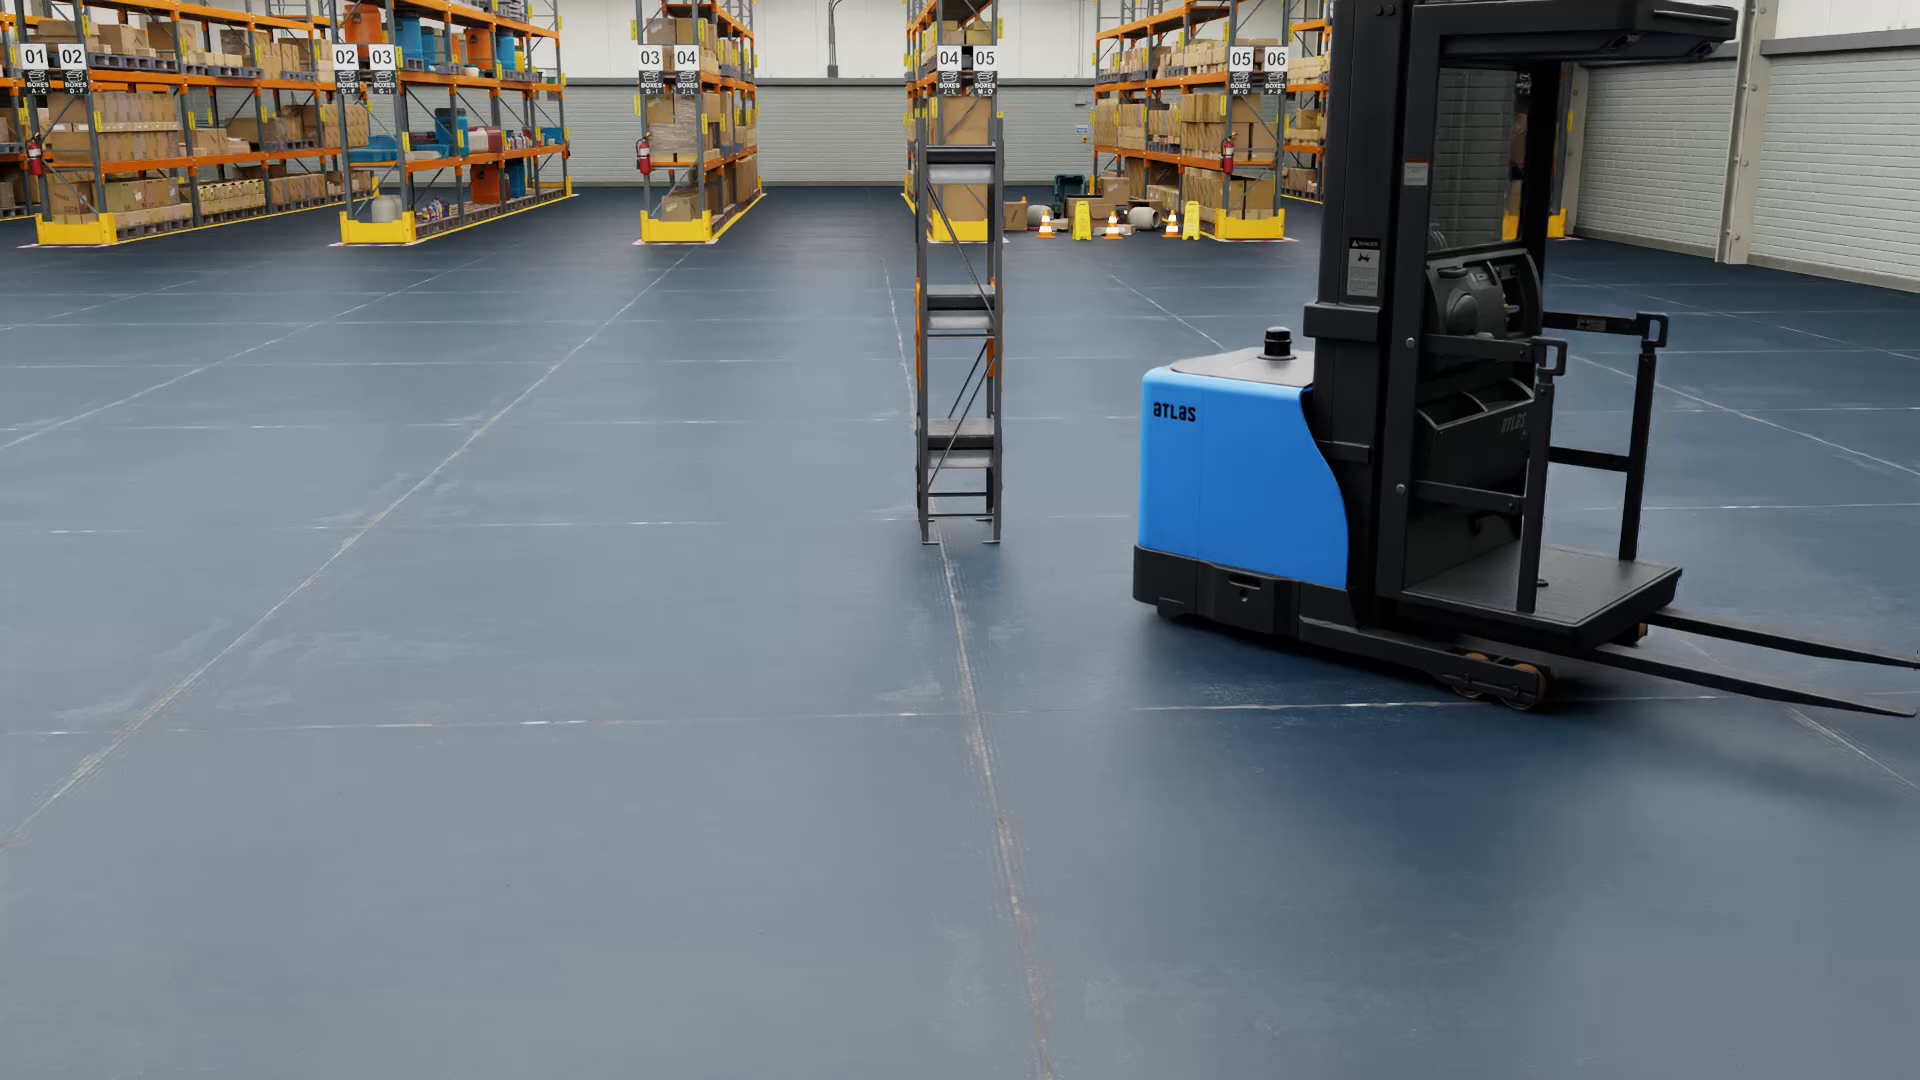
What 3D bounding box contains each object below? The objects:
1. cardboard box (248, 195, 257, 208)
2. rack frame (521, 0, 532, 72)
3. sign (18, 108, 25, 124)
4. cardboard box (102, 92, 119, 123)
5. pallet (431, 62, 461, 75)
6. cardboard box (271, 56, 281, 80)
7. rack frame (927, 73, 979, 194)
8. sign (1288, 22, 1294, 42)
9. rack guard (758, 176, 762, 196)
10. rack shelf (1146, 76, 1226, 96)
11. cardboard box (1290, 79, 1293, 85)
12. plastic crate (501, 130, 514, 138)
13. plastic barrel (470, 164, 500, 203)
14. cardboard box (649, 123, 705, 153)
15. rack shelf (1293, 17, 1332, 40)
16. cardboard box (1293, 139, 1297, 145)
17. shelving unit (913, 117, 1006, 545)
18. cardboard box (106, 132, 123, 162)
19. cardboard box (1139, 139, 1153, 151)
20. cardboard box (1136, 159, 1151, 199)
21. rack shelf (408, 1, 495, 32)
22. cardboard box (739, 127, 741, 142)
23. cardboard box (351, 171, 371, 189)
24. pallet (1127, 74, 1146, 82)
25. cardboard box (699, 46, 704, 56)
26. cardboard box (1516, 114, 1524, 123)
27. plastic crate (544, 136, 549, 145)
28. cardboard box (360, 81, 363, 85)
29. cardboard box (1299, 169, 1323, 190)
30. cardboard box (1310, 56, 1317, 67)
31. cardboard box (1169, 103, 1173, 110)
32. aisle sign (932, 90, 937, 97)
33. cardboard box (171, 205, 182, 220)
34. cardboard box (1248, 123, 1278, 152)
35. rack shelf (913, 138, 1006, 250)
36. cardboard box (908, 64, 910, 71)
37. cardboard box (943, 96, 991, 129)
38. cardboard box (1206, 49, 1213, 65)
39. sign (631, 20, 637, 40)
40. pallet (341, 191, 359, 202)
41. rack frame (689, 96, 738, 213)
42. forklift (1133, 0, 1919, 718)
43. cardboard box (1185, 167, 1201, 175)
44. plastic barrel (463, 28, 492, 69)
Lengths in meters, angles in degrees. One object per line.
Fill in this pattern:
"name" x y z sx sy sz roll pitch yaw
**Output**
"cardboard box" -14.910 -7.017 34.453 0.500 0.250 0.500 -1 14 -4
"rack frame" -10.525 -12.376 38.567 1.000 3.000 0.127 -1 14 -3
"sign" -19.624 -8.856 34.761 0.100 0.325 0.005 -1 14 -3
"cardboard box" -14.783 -7.347 28.259 0.700 0.500 0.500 -1 14 -5
"pallet" -9.887 -8.664 30.540 1.213 0.211 1.003 -1 14 -3
"cardboard box" -15.346 -10.265 36.184 0.910 0.500 0.500 -1 14 -3
"rack frame" -0.129 -7.609 32.079 1.000 3.000 0.127 -1 14 -3
"sign" 5.594 -8.600 28.157 0.100 0.325 0.005 -1 14 -3
"rack guard" -5.831 -9.337 43.813 1.175 0.500 0.348 -1 14 -3
"rack shelf" 4.681 -9.312 34.123 1.077 0.370 4.000 -1 14 -3
"cardboard box" 8.757 -11.828 42.962 0.380 0.149 0.250 -1 14 -2
"plastic crate" -10.895 -9.603 39.740 0.392 0.384 0.575 -1 14 -3
"plastic barrel" -10.325 -7.749 36.138 0.600 0.830 0.708 -1 14 -3
"cardboard box" -4.845 -6.892 28.496 0.875 0.500 0.500 -1 14 -3
"rack shelf" 9.139 -12.830 41.784 1.077 0.370 4.000 -1 14 -3
"cardboard box" 8.792 -10.244 42.823 0.380 0.149 0.250 -1 14 -5
"shelving unit" -0.010 -1.058 8.425 0.431 2.100 0.503 -1 14 -3
"cardboard box" -14.779 -6.706 28.369 0.700 0.500 0.500 -1 14 -2
"cardboard box" 4.267 -8.754 36.832 0.500 0.250 0.500 -1 14 -5
"cardboard box" 4.546 -8.275 38.088 0.875 0.875 0.875 -1 14 -3
"rack shelf" -10.153 -10.342 32.907 1.077 0.370 4.000 -1 14 -3
"cardboard box" -5.162 -8.981 37.212 0.500 0.500 0.500 -1 14 -4
"cardboard box" -15.438 -9.261 42.633 0.500 0.500 0.500 -1 14 -3
"pallet" 4.415 -10.833 38.973 0.805 0.209 1.217 -1 15 -6
"cardboard box" -4.544 -8.274 28.144 0.380 0.149 0.250 -1 14 -2
"cardboard box" 9.774 -7.386 29.112 0.380 0.149 0.250 -1 14 -3
"plastic crate" -10.390 -9.907 41.225 0.416 0.233 0.300 -1 14 -3
"cardboard box" -15.422 -11.646 42.052 0.500 0.250 0.500 -1 14 -3
"cardboard box" 9.037 -9.140 42.205 0.700 0.500 0.500 -1 14 -6
"cardboard box" 8.951 -11.792 41.017 0.500 0.250 0.500 -1 14 -4
"cardboard box" 4.455 -8.771 33.653 0.380 0.149 0.250 -2 15 -6
"aisle sign" -0.578 -11.875 43.443 0.394 0.787 0.004 -1 14 -3
"cardboard box" -14.706 -6.041 30.660 0.500 0.250 0.500 -1 14 -3
"cardboard box" 5.300 -7.030 29.032 0.500 0.500 0.500 -1 14 -4
"rack shelf" -0.010 -1.723 8.254 0.431 0.518 0.480 -1 14 -3
"cardboard box" -1.019 -11.721 41.338 0.500 0.250 0.500 -1 14 -6
"cardboard box" 0.134 -7.303 28.420 0.875 0.550 0.550 -1 14 -3
"cardboard box" 4.685 -8.617 29.681 0.500 0.250 0.500 0 14 -2
"sign" -5.394 -8.440 27.515 0.100 0.325 0.005 -1 14 -3
"pallet" -15.590 -8.519 41.215 1.003 0.211 1.213 -1 14 -3
"rack frame" -5.334 -8.552 35.745 1.000 3.000 0.127 -1 14 -3
"forklift" 2.190 -0.944 6.312 3.031 2.935 1.130 13 19 40
"cardboard box" 4.520 -7.077 31.879 0.380 0.149 0.250 -1 14 -3
"plastic barrel" -10.310 -10.481 35.518 0.600 0.830 0.708 -1 14 -3
